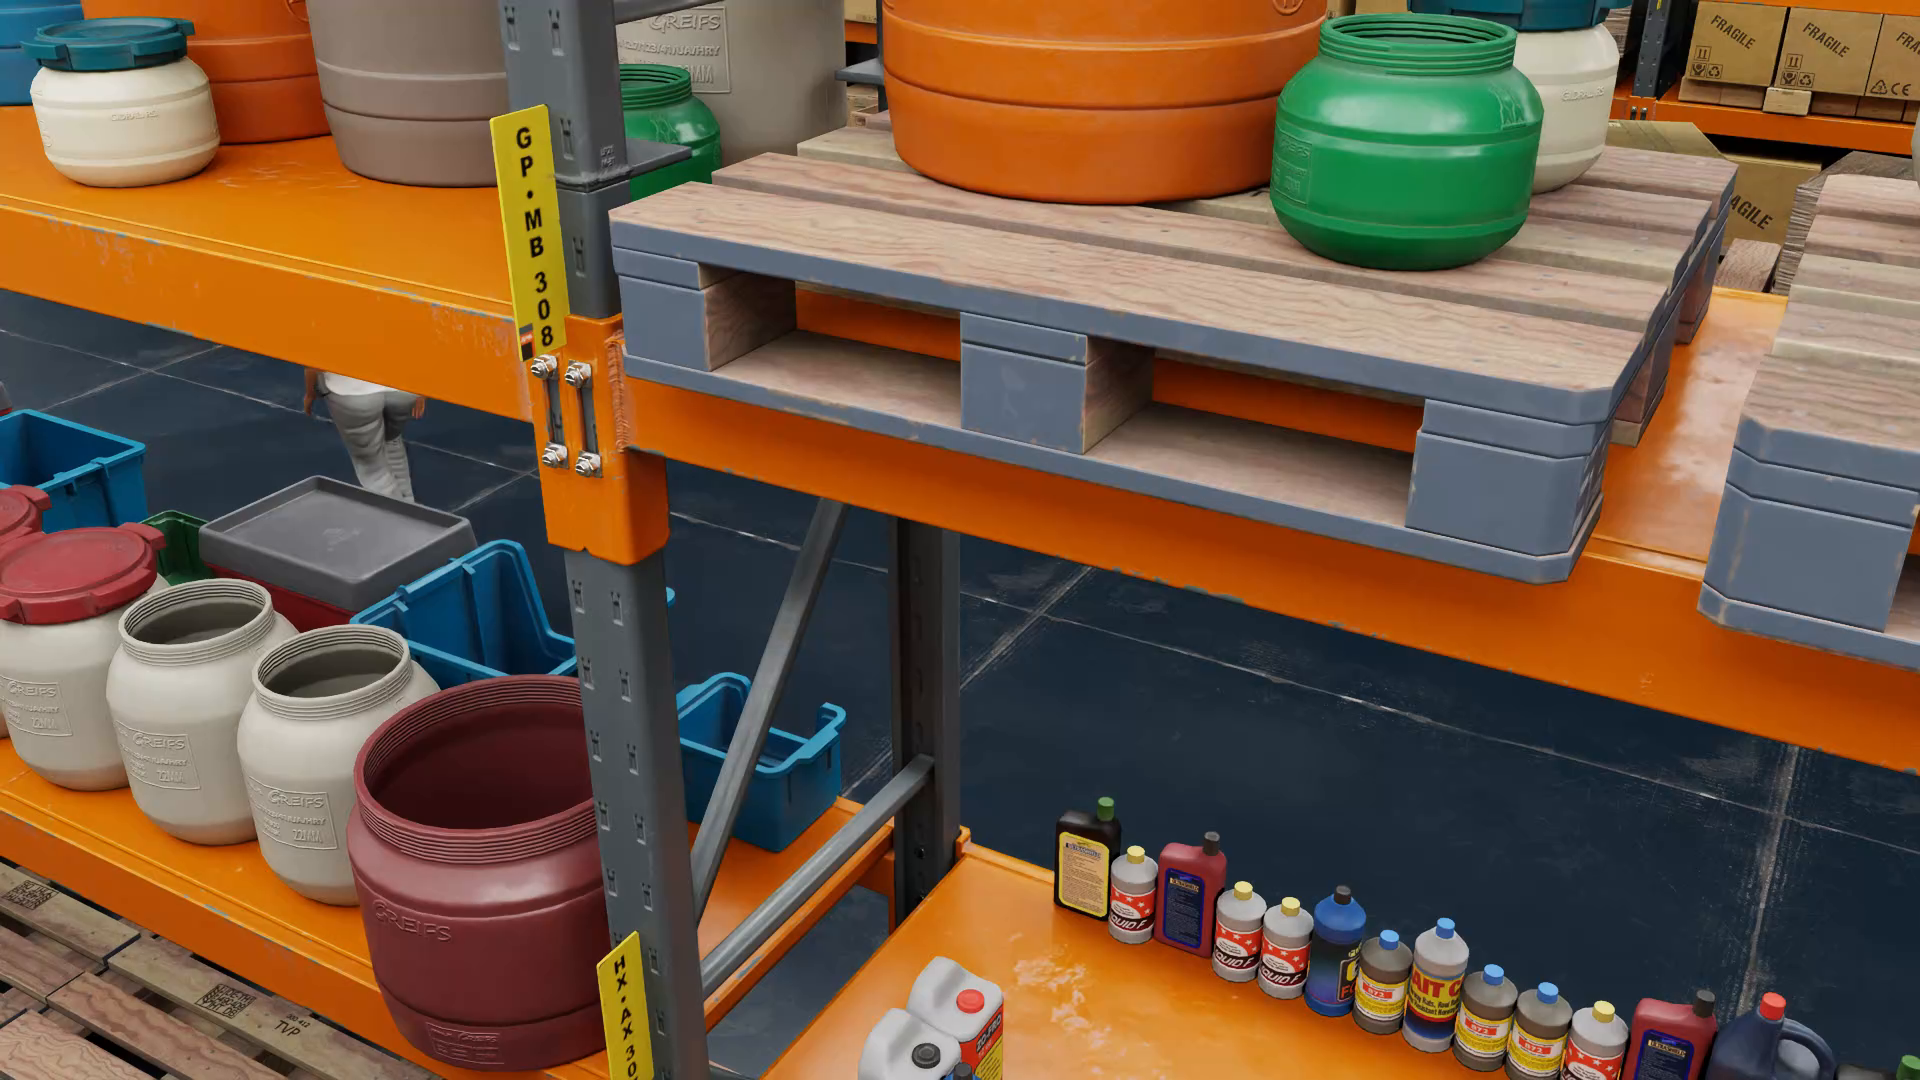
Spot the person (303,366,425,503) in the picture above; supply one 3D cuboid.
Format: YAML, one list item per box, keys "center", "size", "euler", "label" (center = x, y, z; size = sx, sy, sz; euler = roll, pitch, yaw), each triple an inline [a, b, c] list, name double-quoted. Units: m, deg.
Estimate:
- center: [-2.661, -0.641, 7.428]
  size: [0.535, 1.733, 0.482]
  euler: [20, 33, 34]
  label: "person"
